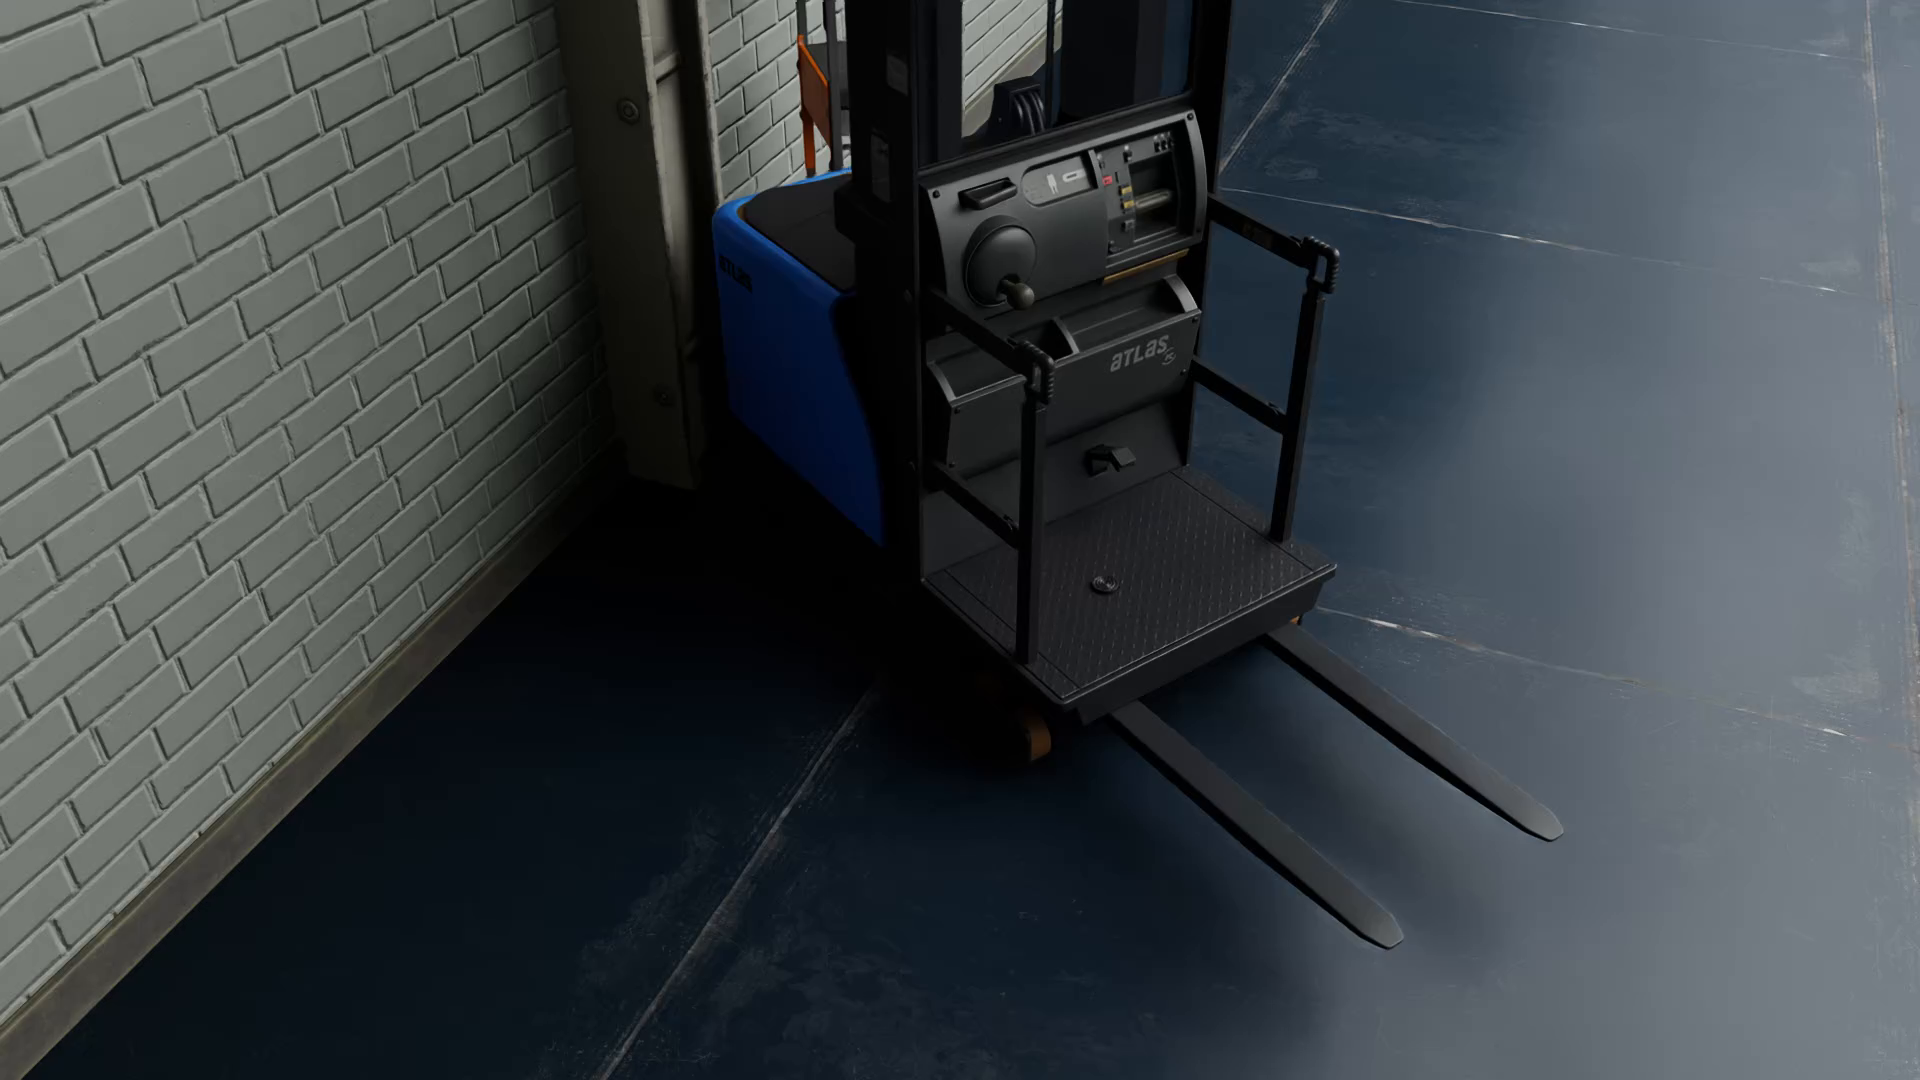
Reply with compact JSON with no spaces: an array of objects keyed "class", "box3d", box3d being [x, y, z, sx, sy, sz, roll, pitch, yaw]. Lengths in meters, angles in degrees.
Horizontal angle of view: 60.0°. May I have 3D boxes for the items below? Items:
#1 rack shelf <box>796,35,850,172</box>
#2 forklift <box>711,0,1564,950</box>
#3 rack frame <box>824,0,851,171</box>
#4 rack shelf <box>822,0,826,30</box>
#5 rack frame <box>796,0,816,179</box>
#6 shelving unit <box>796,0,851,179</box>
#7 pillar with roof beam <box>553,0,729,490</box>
[{"class":"rack shelf","box3d":[-0.325,-1.527,6.060,0.431,0.518,0.480,-10,38,-13]},{"class":"forklift","box3d":[0.436,-0.853,4.443,1.130,2.935,3.031,-23,43,-28]},{"class":"rack frame","box3d":[-0.254,-1.399,5.864,0.400,2.100,0.015,-10,38,-13]},{"class":"rack shelf","box3d":[-0.328,-2.089,5.642,0.431,0.518,0.480,-10,38,-13]},{"class":"rack frame","box3d":[-0.396,-1.678,6.239,0.400,2.100,0.015,-10,38,-13]},{"class":"shelving unit","box3d":[-0.325,-1.538,6.052,0.431,2.100,0.503,-10,38,-13]},{"class":"pillar with roof beam","box3d":[2.958,-2.946,2.175,9.100,9.000,0.400,14,39,18]}]
